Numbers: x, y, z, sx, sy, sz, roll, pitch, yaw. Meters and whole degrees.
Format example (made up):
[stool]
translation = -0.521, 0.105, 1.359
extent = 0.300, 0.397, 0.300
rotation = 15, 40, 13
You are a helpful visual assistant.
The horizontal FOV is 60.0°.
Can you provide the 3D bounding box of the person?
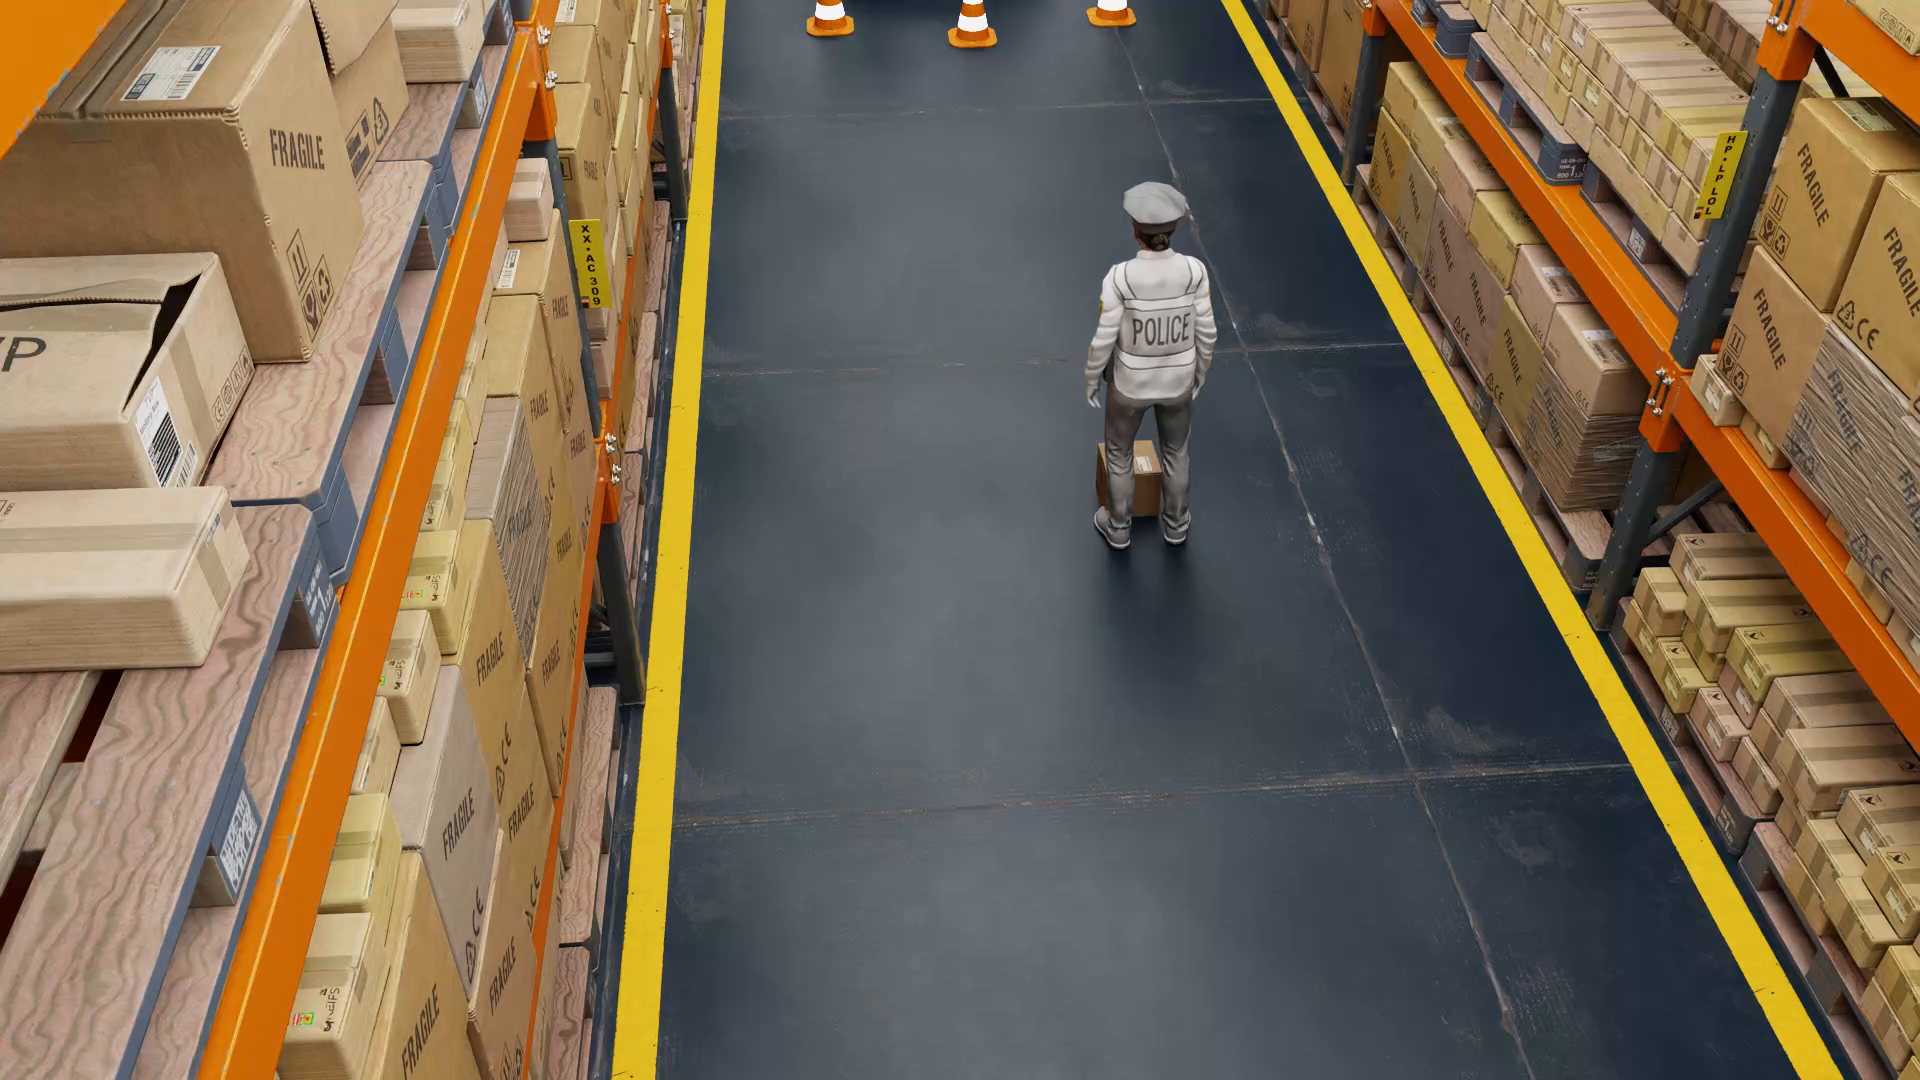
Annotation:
[person]
translation = 0.789, -0.672, 6.969
extent = 0.546, 1.667, 0.369
rotation = -5, 40, -6
